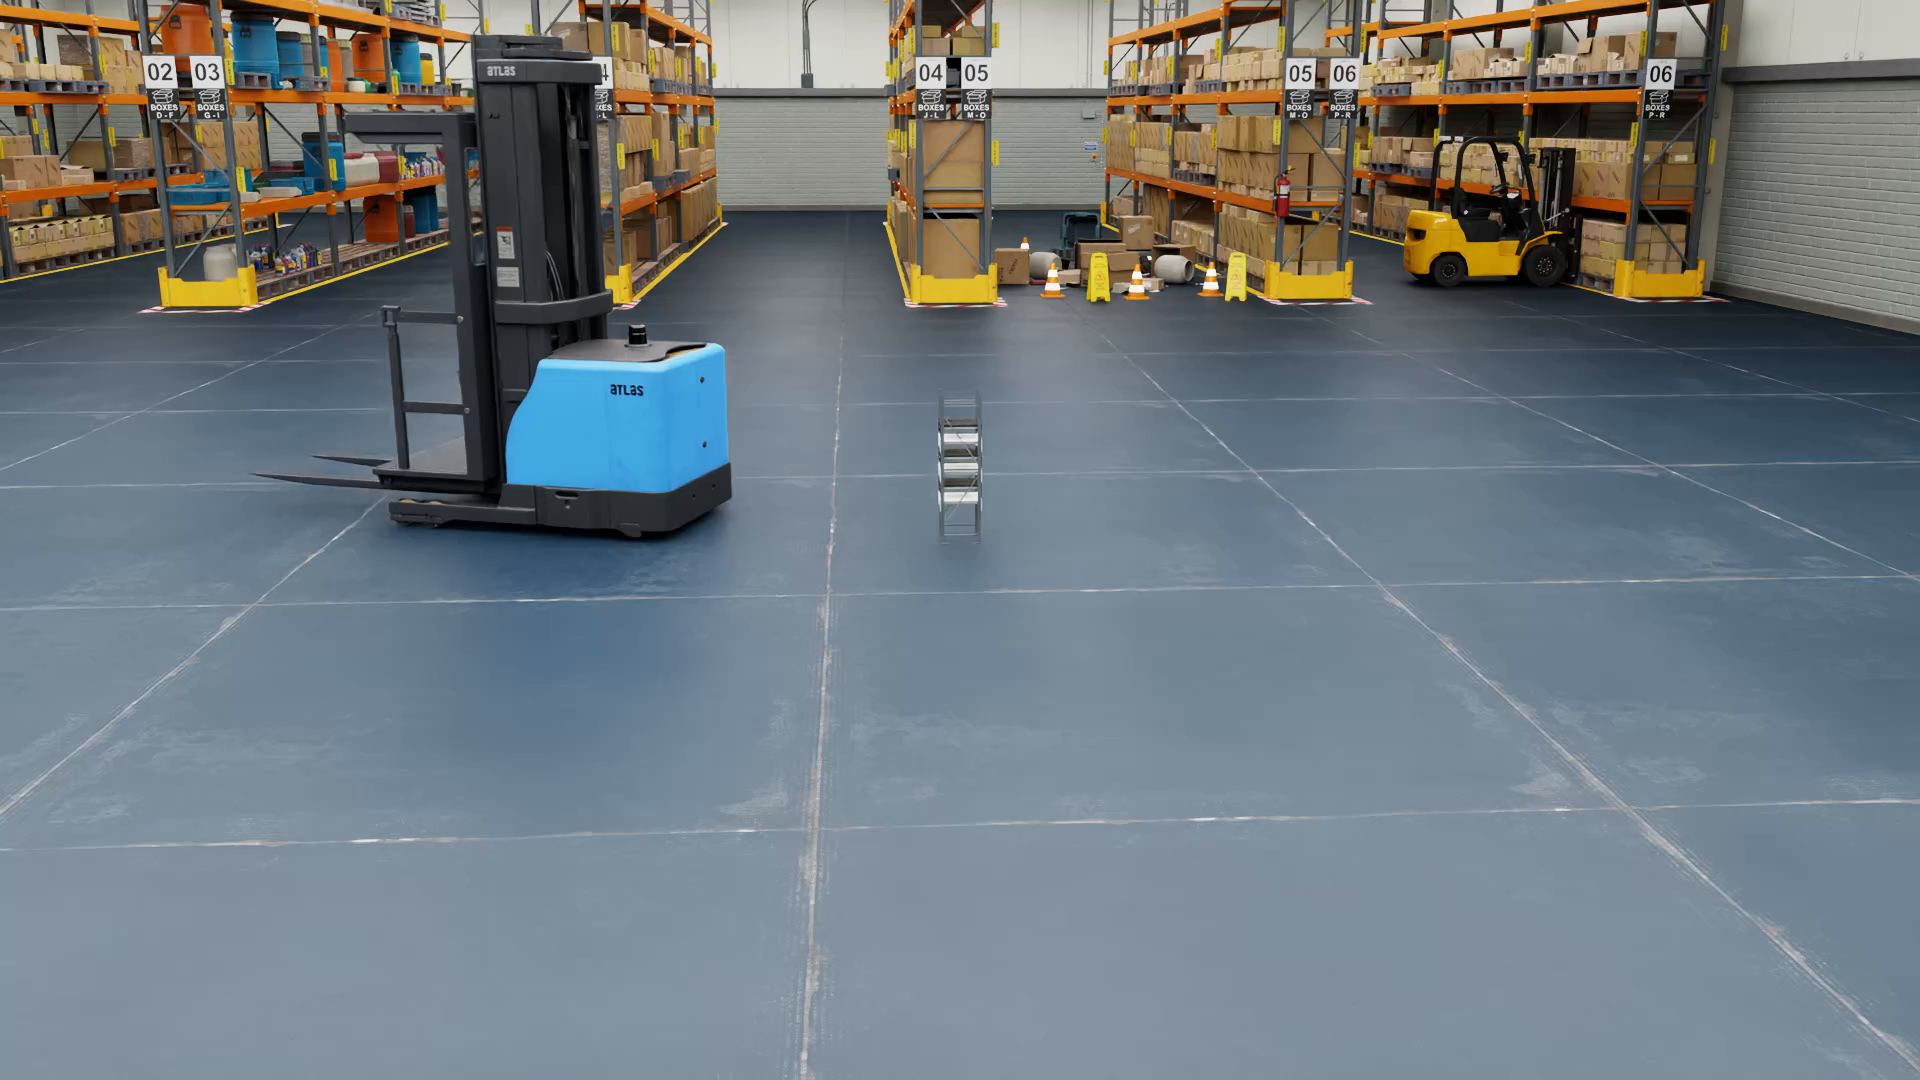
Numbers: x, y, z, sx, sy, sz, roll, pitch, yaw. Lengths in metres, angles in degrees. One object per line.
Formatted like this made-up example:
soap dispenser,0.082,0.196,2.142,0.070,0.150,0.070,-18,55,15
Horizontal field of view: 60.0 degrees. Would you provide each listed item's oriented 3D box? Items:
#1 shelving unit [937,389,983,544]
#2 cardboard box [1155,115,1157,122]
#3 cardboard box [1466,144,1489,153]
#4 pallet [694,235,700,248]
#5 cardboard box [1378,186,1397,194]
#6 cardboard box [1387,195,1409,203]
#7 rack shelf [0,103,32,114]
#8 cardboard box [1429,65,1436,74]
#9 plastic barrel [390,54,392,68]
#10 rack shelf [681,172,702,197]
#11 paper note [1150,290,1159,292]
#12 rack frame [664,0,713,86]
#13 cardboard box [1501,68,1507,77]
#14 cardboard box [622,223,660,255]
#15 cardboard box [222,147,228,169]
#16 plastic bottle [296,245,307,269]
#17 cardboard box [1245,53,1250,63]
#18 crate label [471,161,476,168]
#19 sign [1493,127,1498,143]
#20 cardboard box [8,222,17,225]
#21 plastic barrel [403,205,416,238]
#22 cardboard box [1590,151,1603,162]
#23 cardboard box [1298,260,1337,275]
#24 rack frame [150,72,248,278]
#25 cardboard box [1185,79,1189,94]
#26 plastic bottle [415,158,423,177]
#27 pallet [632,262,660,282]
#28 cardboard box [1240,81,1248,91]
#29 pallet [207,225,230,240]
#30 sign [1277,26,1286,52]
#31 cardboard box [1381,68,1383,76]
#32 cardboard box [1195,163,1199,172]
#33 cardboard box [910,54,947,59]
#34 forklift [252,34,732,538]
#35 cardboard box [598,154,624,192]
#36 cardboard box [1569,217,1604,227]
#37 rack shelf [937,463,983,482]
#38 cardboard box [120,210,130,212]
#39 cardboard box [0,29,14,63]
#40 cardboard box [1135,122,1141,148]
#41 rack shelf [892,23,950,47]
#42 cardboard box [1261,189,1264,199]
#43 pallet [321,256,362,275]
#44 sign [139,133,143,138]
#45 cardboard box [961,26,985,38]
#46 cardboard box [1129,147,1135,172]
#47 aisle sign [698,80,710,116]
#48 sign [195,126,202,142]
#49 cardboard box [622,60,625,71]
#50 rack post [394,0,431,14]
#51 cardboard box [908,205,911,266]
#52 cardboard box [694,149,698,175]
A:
shelving unit,0.000,-0.438,9.922,0.258,0.900,0.210,-1,14,-3
cardboard box,4.254,-8.855,34.913,0.380,0.149,0.250,-1,14,-4
cardboard box,9.166,-6.904,29.337,0.380,0.149,0.250,-1,14,-3
pallet,-5.585,-5.801,32.149,1.003,0.211,1.213,-1,14,-3
cardboard box,8.876,-7.235,34.403,0.380,0.149,0.250,-1,14,-4
cardboard box,8.937,-6.959,33.926,0.380,0.149,0.250,-2,15,-6
rack shelf,-20.742,-9.019,34.482,1.077,0.370,4.000,-1,14,-3
cardboard box,9.012,-8.812,31.141,0.380,0.149,0.250,-1,14,-5
plastic barrel,-10.742,-8.735,30.822,0.433,0.535,0.433,0,14,0
rack shelf,-5.662,-6.800,31.881,1.077,0.370,4.000,-1,14,-3
paper note,2.803,-3.581,23.884,0.148,0.019,0.142,-6,16,-23
rack frame,-6.034,-11.546,36.843,1.000,3.000,0.127,-1,14,-3
cardboard box,9.183,-7.739,27.525,0.380,0.149,0.250,-1,14,-4
cardboard box,-5.318,-4.931,27.305,0.700,0.500,0.500,-1,14,-4
cardboard box,-15.497,-7.925,34.609,0.500,0.500,0.500,-1,14,-4
plastic bottle,-9.875,-4.227,24.867,0.144,0.351,0.185,-1,14,-4
cardboard box,4.429,-7.120,24.565,0.380,0.149,0.250,-1,14,-4
crate label,-10.701,-8.125,35.993,0.396,0.136,0.243,-1,14,-3
sign,9.860,-7.452,30.646,0.100,0.325,0.005,-1,14,-3
cardboard box,-15.556,-4.998,26.981,0.500,0.311,0.500,-1,14,-4
plastic barrel,-10.599,-6.013,31.372,0.600,0.588,0.708,-1,14,-3
cardboard box,9.433,-5.593,24.242,0.380,0.149,0.250,-1,14,-5
cardboard box,5.074,-3.891,23.806,0.500,0.250,0.500,-1,14,-4
rack frame,-9.986,-4.585,21.828,1.000,3.000,0.127,-1,14,-3
cardboard box,4.218,-8.048,29.534,0.396,0.266,0.258,-1,14,-3
plastic bottle,-10.278,-7.048,31.500,0.144,0.351,0.185,-1,14,-3
pallet,-5.214,-4.140,25.692,1.003,0.211,1.213,-1,14,-3
cardboard box,4.367,-6.737,24.676,0.380,0.149,0.250,-1,14,-5
pallet,-15.715,-6.314,34.145,1.003,0.211,1.213,-1,14,-3
sign,4.293,-6.693,22.222,0.100,0.325,0.005,-1,14,-3
cardboard box,8.727,-9.457,33.608,0.380,0.149,0.250,-1,14,-3
cardboard box,4.239,-6.400,28.541,0.380,0.149,0.250,0,14,-2
cardboard box,-0.425,-6.731,22.808,0.500,0.250,0.500,-1,14,-3
forklift,-3.056,-1.616,10.424,3.031,2.935,1.130,4,15,15
cardboard box,-5.049,-4.992,22.609,0.875,0.500,0.500,-1,14,-3
cardboard box,9.360,-4.736,25.084,0.500,0.250,0.500,-1,14,-5
rack shelf,0.000,-0.406,9.930,0.258,0.077,0.200,-1,14,-3
cardboard box,-15.750,-5.860,30.914,0.500,0.500,0.500,-1,14,-5
cardboard box,-15.235,-7.747,26.048,0.500,0.500,0.500,1,14,2
cardboard box,3.845,-8.218,33.739,0.500,0.500,0.500,-1,14,-3
rack shelf,-0.706,-9.564,31.383,1.077,0.370,4.000,-1,14,-3
cardboard box,4.491,-4.908,23.587,0.380,0.149,0.250,-1,14,-4
pallet,-10.321,-4.424,26.799,1.003,0.211,1.213,-1,14,-3
sign,-16.215,-7.903,32.986,0.100,0.325,0.005,-1,14,-3
cardboard box,0.211,-6.770,22.160,0.380,0.149,0.250,-1,14,-3
cardboard box,3.821,-7.959,34.740,0.500,0.500,0.500,-1,14,-3
aisle sign,-5.739,-9.923,37.354,0.394,0.787,0.004,-1,14,-3
sign,-15.120,-8.064,33.026,0.100,0.325,0.005,-1,14,-3
cardboard box,-4.844,-6.563,22.996,0.380,0.149,0.250,-1,14,-4
rack post,-10.709,-10.229,31.873,0.937,0.300,0.954,-1,14,-4
cardboard box,-0.365,-4.725,25.792,0.875,0.875,0.875,-1,14,-3
cardboard box,-5.461,-7.459,32.798,0.500,0.500,0.500,0,14,-2
